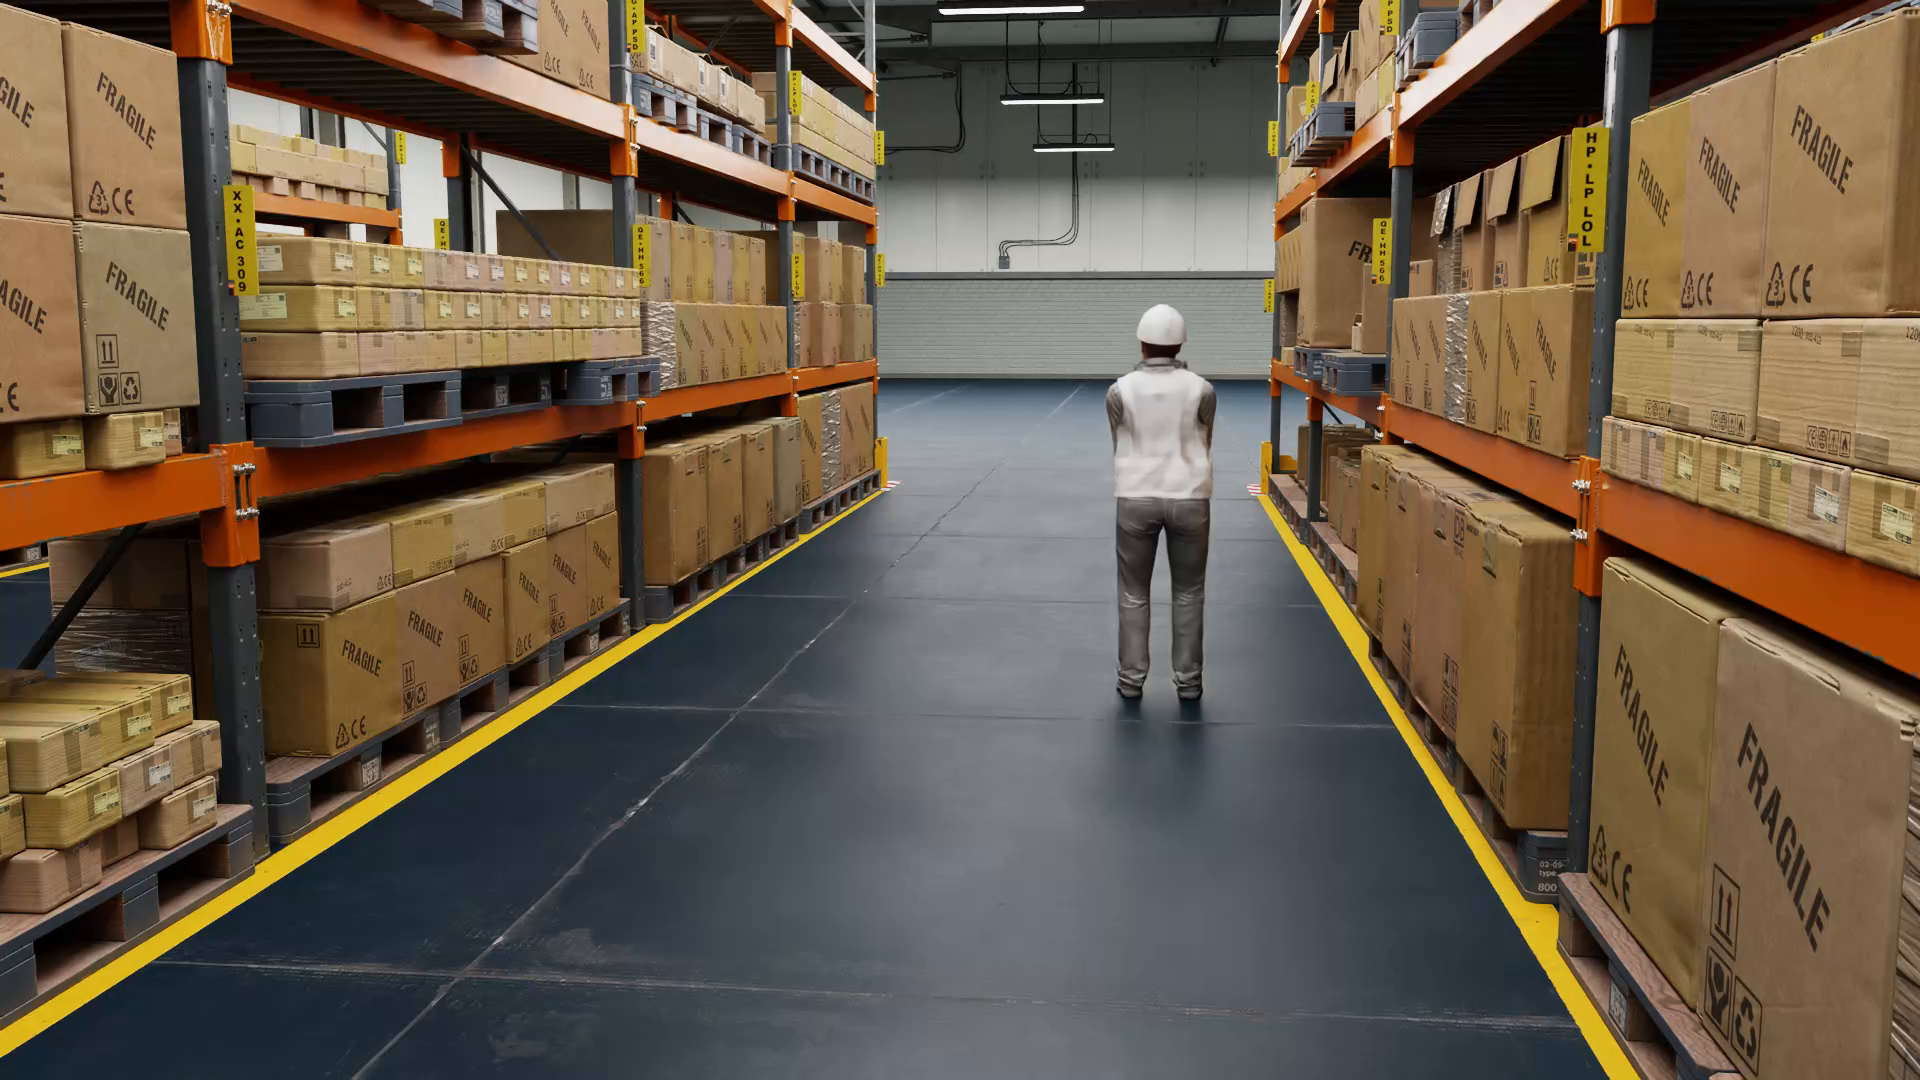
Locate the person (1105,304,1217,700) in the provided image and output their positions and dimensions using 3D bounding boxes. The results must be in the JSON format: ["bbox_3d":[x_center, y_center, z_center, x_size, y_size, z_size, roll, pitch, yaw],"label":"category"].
[{"bbox_3d":[0.909,-0.182,7.589,0.495,1.771,0.548,1,8,6],"label":"person"}]
